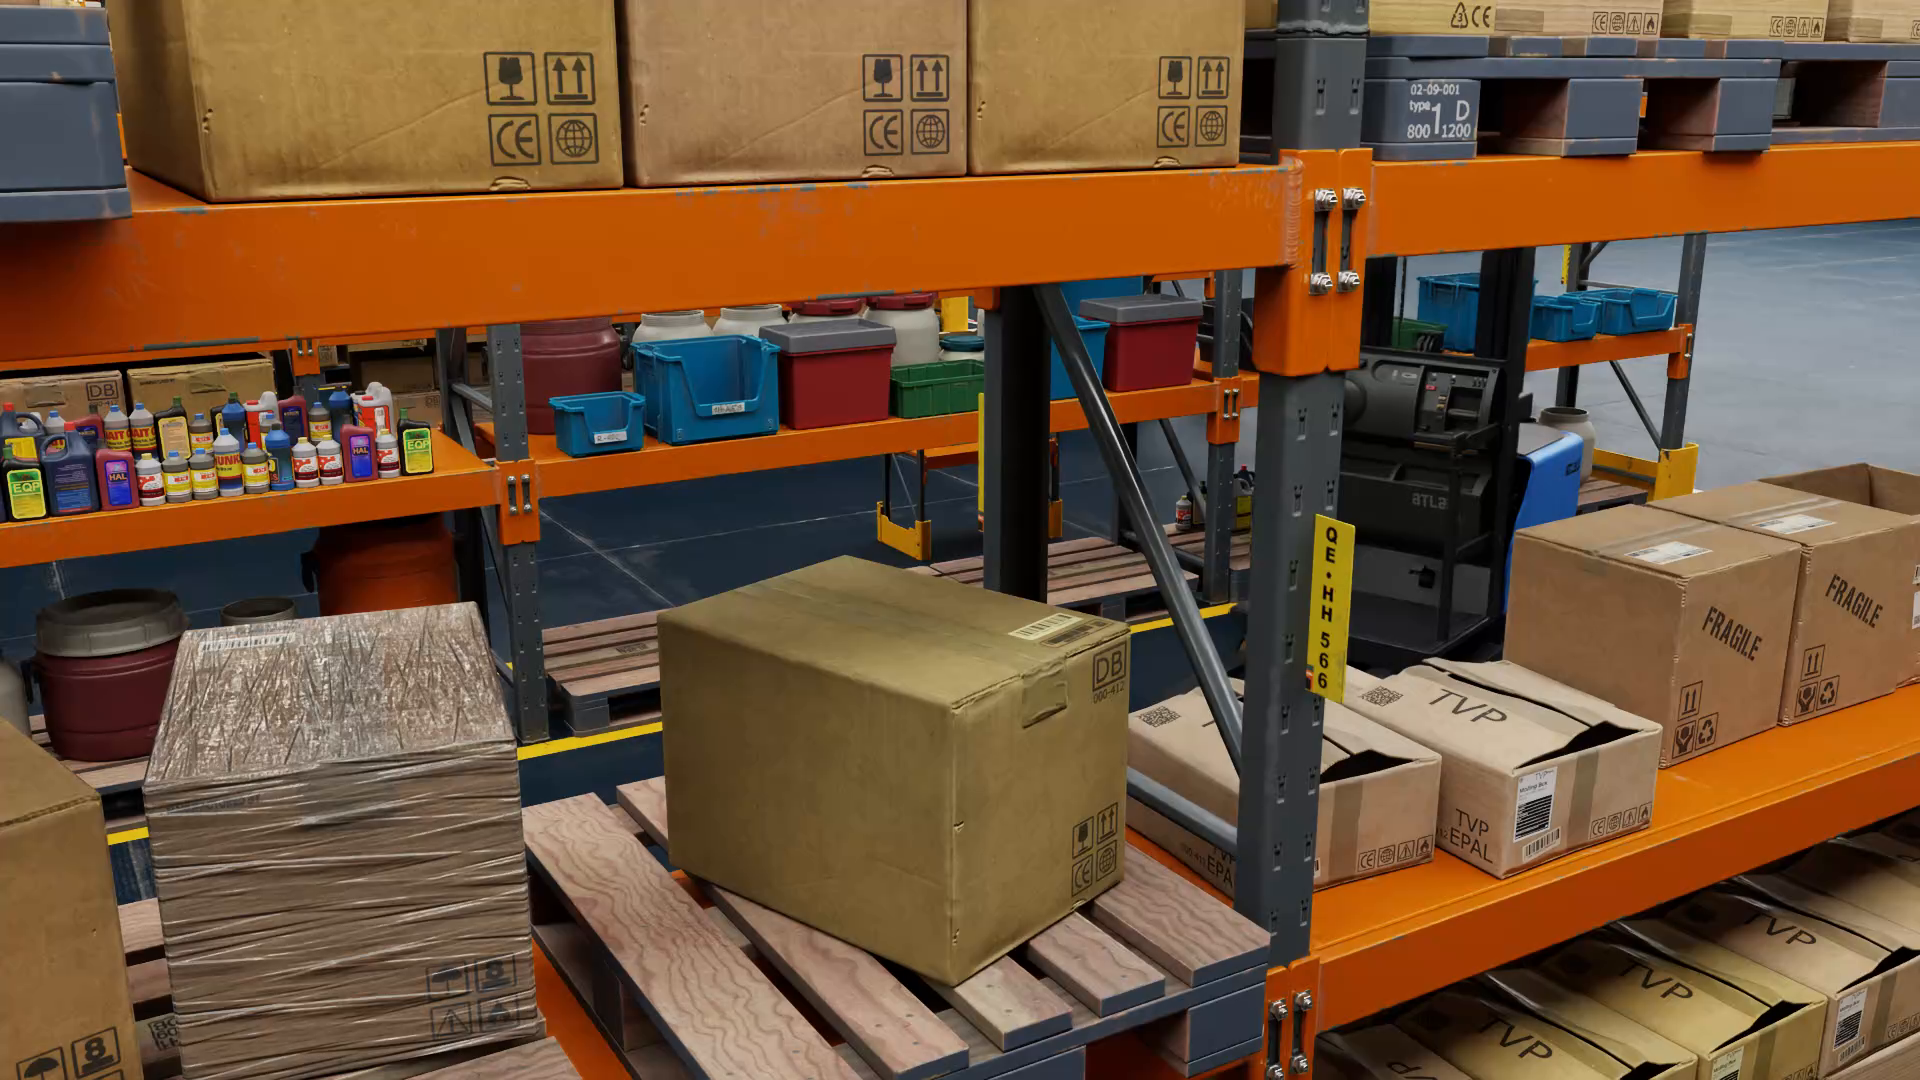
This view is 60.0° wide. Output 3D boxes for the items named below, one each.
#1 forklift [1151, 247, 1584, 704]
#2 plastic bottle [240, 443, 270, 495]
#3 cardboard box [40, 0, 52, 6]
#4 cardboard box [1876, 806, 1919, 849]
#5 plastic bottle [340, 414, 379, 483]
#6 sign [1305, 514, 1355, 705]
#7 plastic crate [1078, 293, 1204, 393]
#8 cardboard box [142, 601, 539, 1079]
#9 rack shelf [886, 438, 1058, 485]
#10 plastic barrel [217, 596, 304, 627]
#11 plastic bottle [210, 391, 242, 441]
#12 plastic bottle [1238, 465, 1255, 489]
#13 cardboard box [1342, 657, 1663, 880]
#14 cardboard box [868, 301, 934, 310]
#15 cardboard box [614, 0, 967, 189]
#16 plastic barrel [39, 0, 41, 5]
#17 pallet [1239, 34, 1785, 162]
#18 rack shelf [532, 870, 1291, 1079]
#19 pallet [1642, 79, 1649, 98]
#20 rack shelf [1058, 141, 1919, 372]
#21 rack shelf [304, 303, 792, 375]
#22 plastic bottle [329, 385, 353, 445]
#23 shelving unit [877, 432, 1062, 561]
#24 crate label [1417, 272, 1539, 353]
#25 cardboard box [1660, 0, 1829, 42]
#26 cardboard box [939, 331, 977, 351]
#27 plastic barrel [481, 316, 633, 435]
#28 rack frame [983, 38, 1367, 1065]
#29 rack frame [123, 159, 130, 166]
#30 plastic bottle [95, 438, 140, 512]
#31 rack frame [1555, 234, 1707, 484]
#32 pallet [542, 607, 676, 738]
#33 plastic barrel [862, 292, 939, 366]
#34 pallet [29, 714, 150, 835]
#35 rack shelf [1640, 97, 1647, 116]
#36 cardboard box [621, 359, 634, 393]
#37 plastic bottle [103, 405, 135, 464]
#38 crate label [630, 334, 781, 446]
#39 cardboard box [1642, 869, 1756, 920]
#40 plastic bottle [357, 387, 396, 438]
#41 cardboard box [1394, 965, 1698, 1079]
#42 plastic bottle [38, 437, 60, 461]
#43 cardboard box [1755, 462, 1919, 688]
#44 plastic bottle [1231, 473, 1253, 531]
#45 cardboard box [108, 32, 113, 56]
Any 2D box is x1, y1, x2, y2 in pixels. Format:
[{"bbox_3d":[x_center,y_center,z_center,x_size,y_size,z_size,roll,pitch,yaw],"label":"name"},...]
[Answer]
[{"bbox_3d":[2.070,-0.731,8.086,1.130,2.935,3.031,12,20,37],"label":"forklift"},{"bbox_3d":[-2.872,-0.295,6.772,0.097,0.201,0.097,0,16,0],"label":"plastic bottle"},{"bbox_3d":[-5.920,-3.229,10.349,0.500,0.500,0.500,-8,18,-27],"label":"cardboard box"},{"bbox_3d":[3.146,1.009,5.031,0.500,0.311,0.500,-9,18,-28],"label":"cardboard box"},{"bbox_3d":[-2.513,-0.387,6.948,0.133,0.283,0.061,-9,18,-30],"label":"plastic bottle"},{"bbox_3d":[0.647,0.122,2.920,0.005,0.325,0.100,-9,18,-30],"label":"sign"},{"bbox_3d":[0.983,-1.078,9.081,0.583,0.464,0.402,-9,18,-30],"label":"plastic crate"},{"bbox_3d":[-1.005,0.463,2.737,0.500,0.500,0.700,-6,17,-19],"label":"cardboard box"},{"bbox_3d":[0.073,-0.561,10.798,1.000,0.185,0.538,-9,18,-30],"label":"rack shelf"},{"bbox_3d":[-3.037,0.537,7.268,0.421,0.512,0.421,0,16,0],"label":"plastic barrel"},{"bbox_3d":[-3.261,-0.516,7.409,0.133,0.283,0.061,-9,18,-30],"label":"plastic bottle"},{"bbox_3d":[1.808,-0.305,10.533,0.185,0.351,0.144,-10,19,-32],"label":"plastic bottle"},{"bbox_3d":[1.226,0.480,3.805,0.500,0.311,0.500,-9,18,-30],"label":"cardboard box"},{"bbox_3d":[-0.897,-3.119,19.637,0.875,0.875,0.875,-9,18,-29],"label":"cardboard box"},{"bbox_3d":[-0.435,-0.836,2.593,0.500,0.500,0.910,-9,18,-30],"label":"cardboard box"},{"bbox_3d":[-3.631,-2.060,6.116,0.433,0.535,0.433,0,16,0],"label":"plastic barrel"},{"bbox_3d":[0.895,-0.952,3.540,1.003,0.211,1.213,-8,18,-27],"label":"pallet"},{"bbox_3d":[-1.355,1.141,2.614,4.000,0.370,1.077,-9,18,-30],"label":"rack shelf"},{"bbox_3d":[3.909,-3.003,10.857,1.213,0.211,1.003,-9,18,-30],"label":"pallet"},{"bbox_3d":[2.074,-0.859,4.193,4.000,0.370,1.077,-9,18,-30],"label":"rack shelf"},{"bbox_3d":[-3.025,-1.707,12.776,4.000,0.370,1.077,-9,18,-30],"label":"rack shelf"},{"bbox_3d":[-2.839,-0.573,7.634,0.097,0.271,0.097,0,16,0],"label":"plastic bottle"},{"bbox_3d":[0.065,-0.733,10.745,1.083,1.500,0.587,-9,18,-30],"label":"shelving unit"},{"bbox_3d":[3.231,-1.440,10.425,0.616,0.435,0.502,-9,18,-30],"label":"crate label"},{"bbox_3d":[1.655,-1.288,3.888,0.500,0.250,0.500,-10,18,-31],"label":"cardboard box"},{"bbox_3d":[0.032,-1.563,14.780,0.500,0.500,0.500,-11,19,-35],"label":"cardboard box"},{"bbox_3d":[-1.947,-0.830,8.061,0.708,0.536,0.600,-9,18,-30],"label":"plastic barrel"},{"bbox_3d":[0.359,0.517,3.509,0.127,3.000,1.000,-9,18,-30],"label":"rack frame"},{"bbox_3d":[-9.843,-4.069,19.867,0.127,3.000,1.000,-9,18,-30],"label":"rack frame"},{"bbox_3d":[-3.295,-0.260,6.495,0.133,0.283,0.061,-9,18,-30],"label":"plastic bottle"},{"bbox_3d":[4.669,-1.742,11.566,0.127,3.000,1.000,-9,18,-30],"label":"rack frame"},{"bbox_3d":[-1.505,0.614,8.328,1.213,0.211,1.003,-9,18,-30],"label":"pallet"},{"bbox_3d":[-0.322,-1.067,8.907,0.433,0.535,0.433,0,16,0],"label":"plastic barrel"},{"bbox_3d":[-3.888,1.001,6.949,1.213,0.211,1.003,-9,18,-30],"label":"pallet"},{"bbox_3d":[2.955,-2.562,10.267,4.000,0.370,1.077,-9,18,-30],"label":"rack shelf"},{"bbox_3d":[-2.746,-1.120,13.163,0.500,0.500,0.700,-11,19,-34],"label":"cardboard box"},{"bbox_3d":[-3.632,-0.444,7.175,0.097,0.271,0.097,0,16,0],"label":"plastic bottle"},{"bbox_3d":[-1.198,-0.722,7.864,0.616,0.435,0.502,-9,18,-30],"label":"crate label"},{"bbox_3d":[1.988,1.026,4.968,0.500,0.311,0.500,-9,18,-28],"label":"cardboard box"},{"bbox_3d":[-2.648,-0.549,7.542,0.135,0.276,0.152,-9,18,-30],"label":"plastic bottle"},{"bbox_3d":[1.405,1.289,4.032,0.500,0.311,0.500,-10,18,-31],"label":"cardboard box"},{"bbox_3d":[-3.528,-0.267,6.523,0.133,0.283,0.061,-9,18,-30],"label":"plastic bottle"},{"bbox_3d":[2.670,0.089,4.850,0.500,0.500,0.500,-8,17,-26],"label":"cardboard box"},{"bbox_3d":[1.718,-0.245,10.319,0.185,0.351,0.144,-9,18,-30],"label":"plastic bottle"},{"bbox_3d":[-7.566,-4.292,14.920,0.500,0.500,0.500,-9,18,-30],"label":"cardboard box"}]
